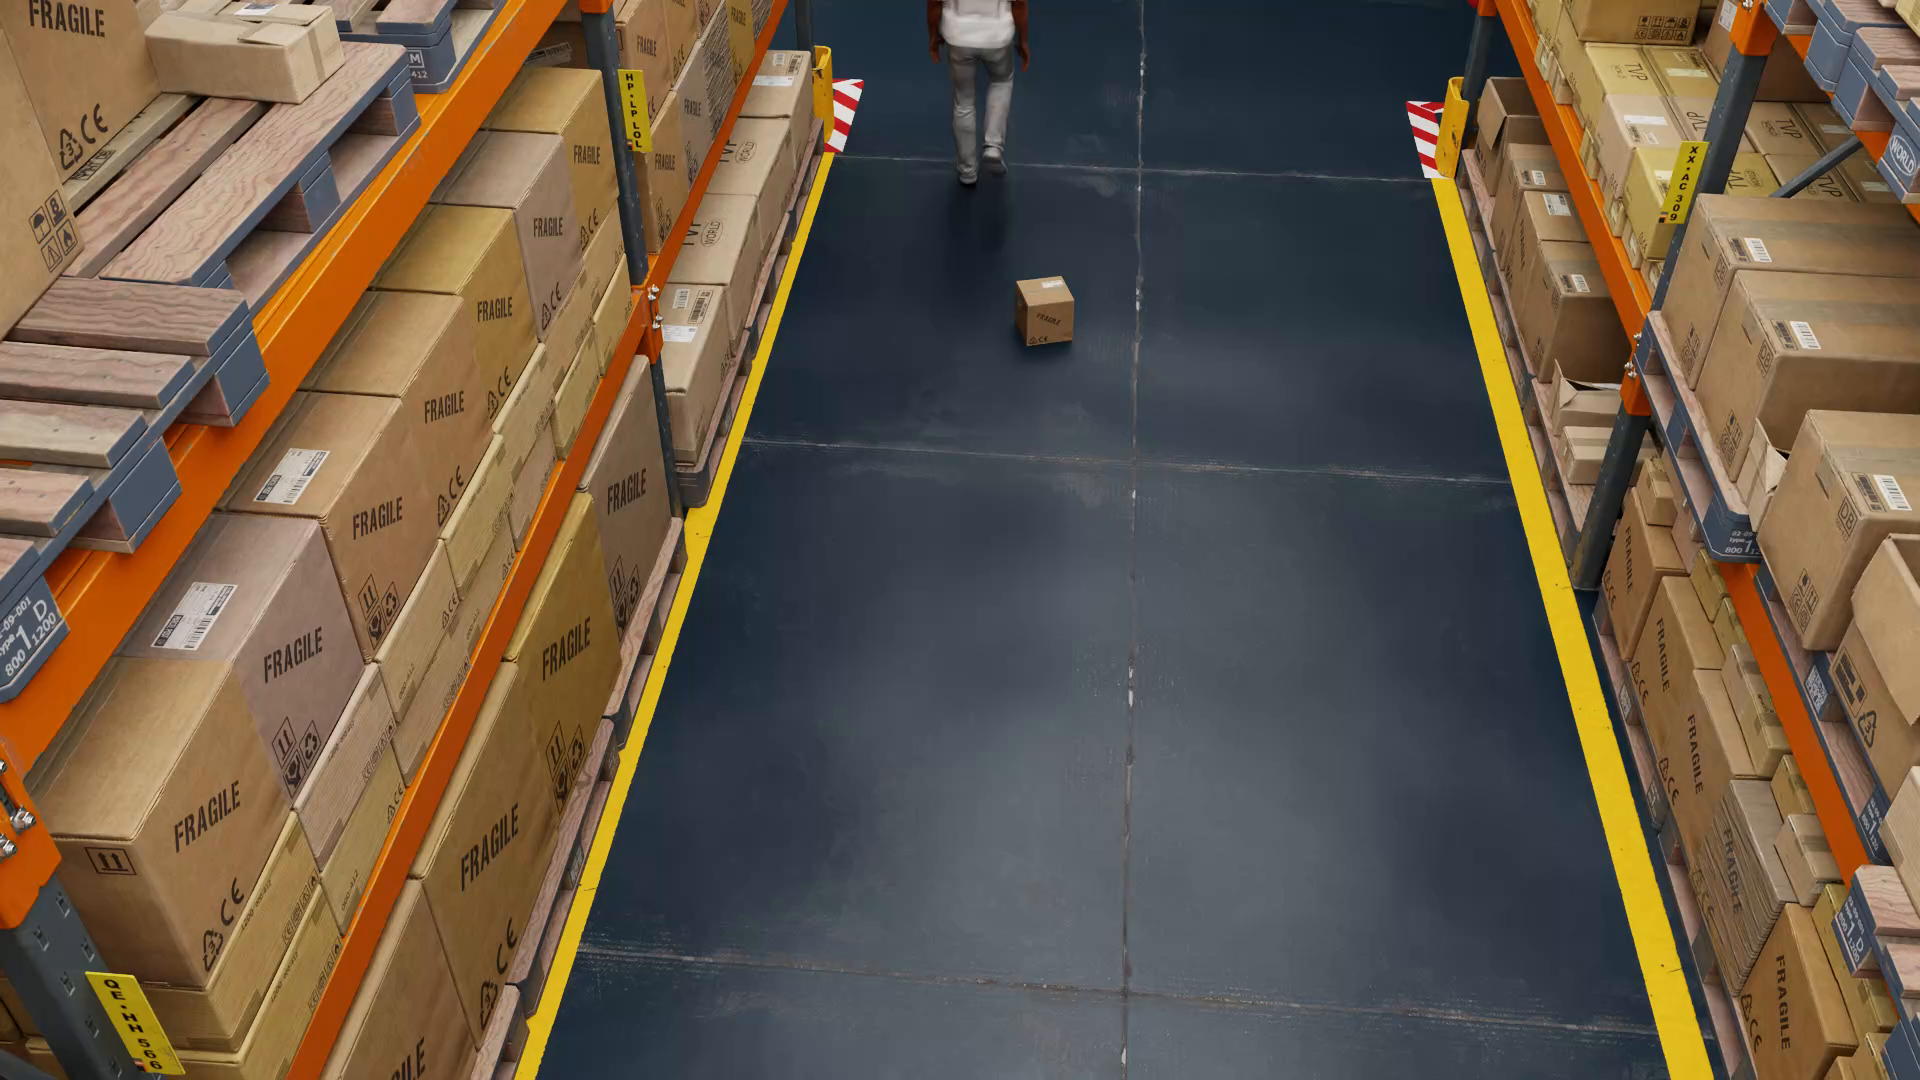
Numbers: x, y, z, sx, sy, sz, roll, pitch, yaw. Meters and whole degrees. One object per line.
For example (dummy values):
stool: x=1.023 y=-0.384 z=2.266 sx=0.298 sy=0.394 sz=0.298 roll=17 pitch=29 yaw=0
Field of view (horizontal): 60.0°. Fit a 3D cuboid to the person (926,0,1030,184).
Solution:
person: x=0.108 y=-2.921 z=9.600 sx=0.598 sy=1.756 sz=0.470 roll=0 pitch=40 yaw=0
